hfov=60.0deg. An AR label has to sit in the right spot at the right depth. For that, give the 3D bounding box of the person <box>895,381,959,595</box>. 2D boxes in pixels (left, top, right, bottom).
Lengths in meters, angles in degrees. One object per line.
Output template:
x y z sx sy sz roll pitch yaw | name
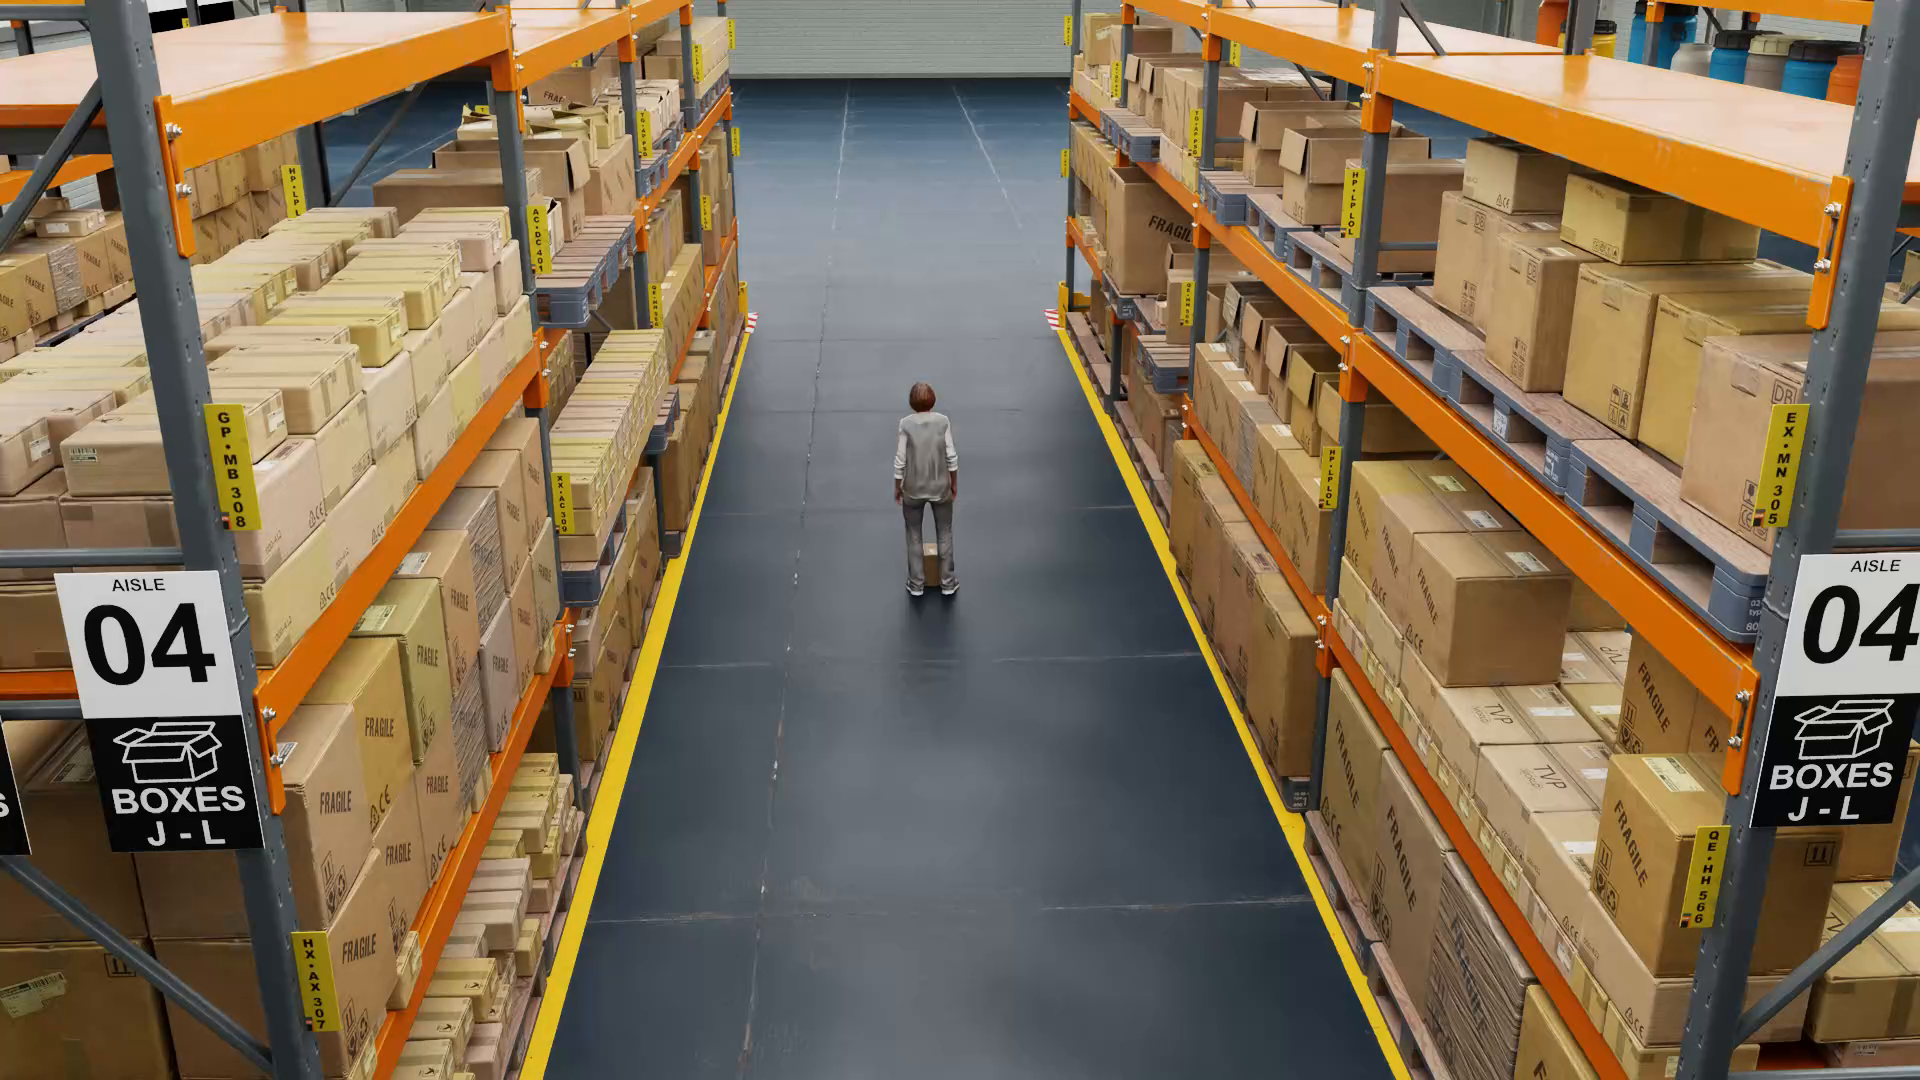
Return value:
-0.236 -0.359 12.044 0.477 1.592 0.347 -2 21 -6 | person
